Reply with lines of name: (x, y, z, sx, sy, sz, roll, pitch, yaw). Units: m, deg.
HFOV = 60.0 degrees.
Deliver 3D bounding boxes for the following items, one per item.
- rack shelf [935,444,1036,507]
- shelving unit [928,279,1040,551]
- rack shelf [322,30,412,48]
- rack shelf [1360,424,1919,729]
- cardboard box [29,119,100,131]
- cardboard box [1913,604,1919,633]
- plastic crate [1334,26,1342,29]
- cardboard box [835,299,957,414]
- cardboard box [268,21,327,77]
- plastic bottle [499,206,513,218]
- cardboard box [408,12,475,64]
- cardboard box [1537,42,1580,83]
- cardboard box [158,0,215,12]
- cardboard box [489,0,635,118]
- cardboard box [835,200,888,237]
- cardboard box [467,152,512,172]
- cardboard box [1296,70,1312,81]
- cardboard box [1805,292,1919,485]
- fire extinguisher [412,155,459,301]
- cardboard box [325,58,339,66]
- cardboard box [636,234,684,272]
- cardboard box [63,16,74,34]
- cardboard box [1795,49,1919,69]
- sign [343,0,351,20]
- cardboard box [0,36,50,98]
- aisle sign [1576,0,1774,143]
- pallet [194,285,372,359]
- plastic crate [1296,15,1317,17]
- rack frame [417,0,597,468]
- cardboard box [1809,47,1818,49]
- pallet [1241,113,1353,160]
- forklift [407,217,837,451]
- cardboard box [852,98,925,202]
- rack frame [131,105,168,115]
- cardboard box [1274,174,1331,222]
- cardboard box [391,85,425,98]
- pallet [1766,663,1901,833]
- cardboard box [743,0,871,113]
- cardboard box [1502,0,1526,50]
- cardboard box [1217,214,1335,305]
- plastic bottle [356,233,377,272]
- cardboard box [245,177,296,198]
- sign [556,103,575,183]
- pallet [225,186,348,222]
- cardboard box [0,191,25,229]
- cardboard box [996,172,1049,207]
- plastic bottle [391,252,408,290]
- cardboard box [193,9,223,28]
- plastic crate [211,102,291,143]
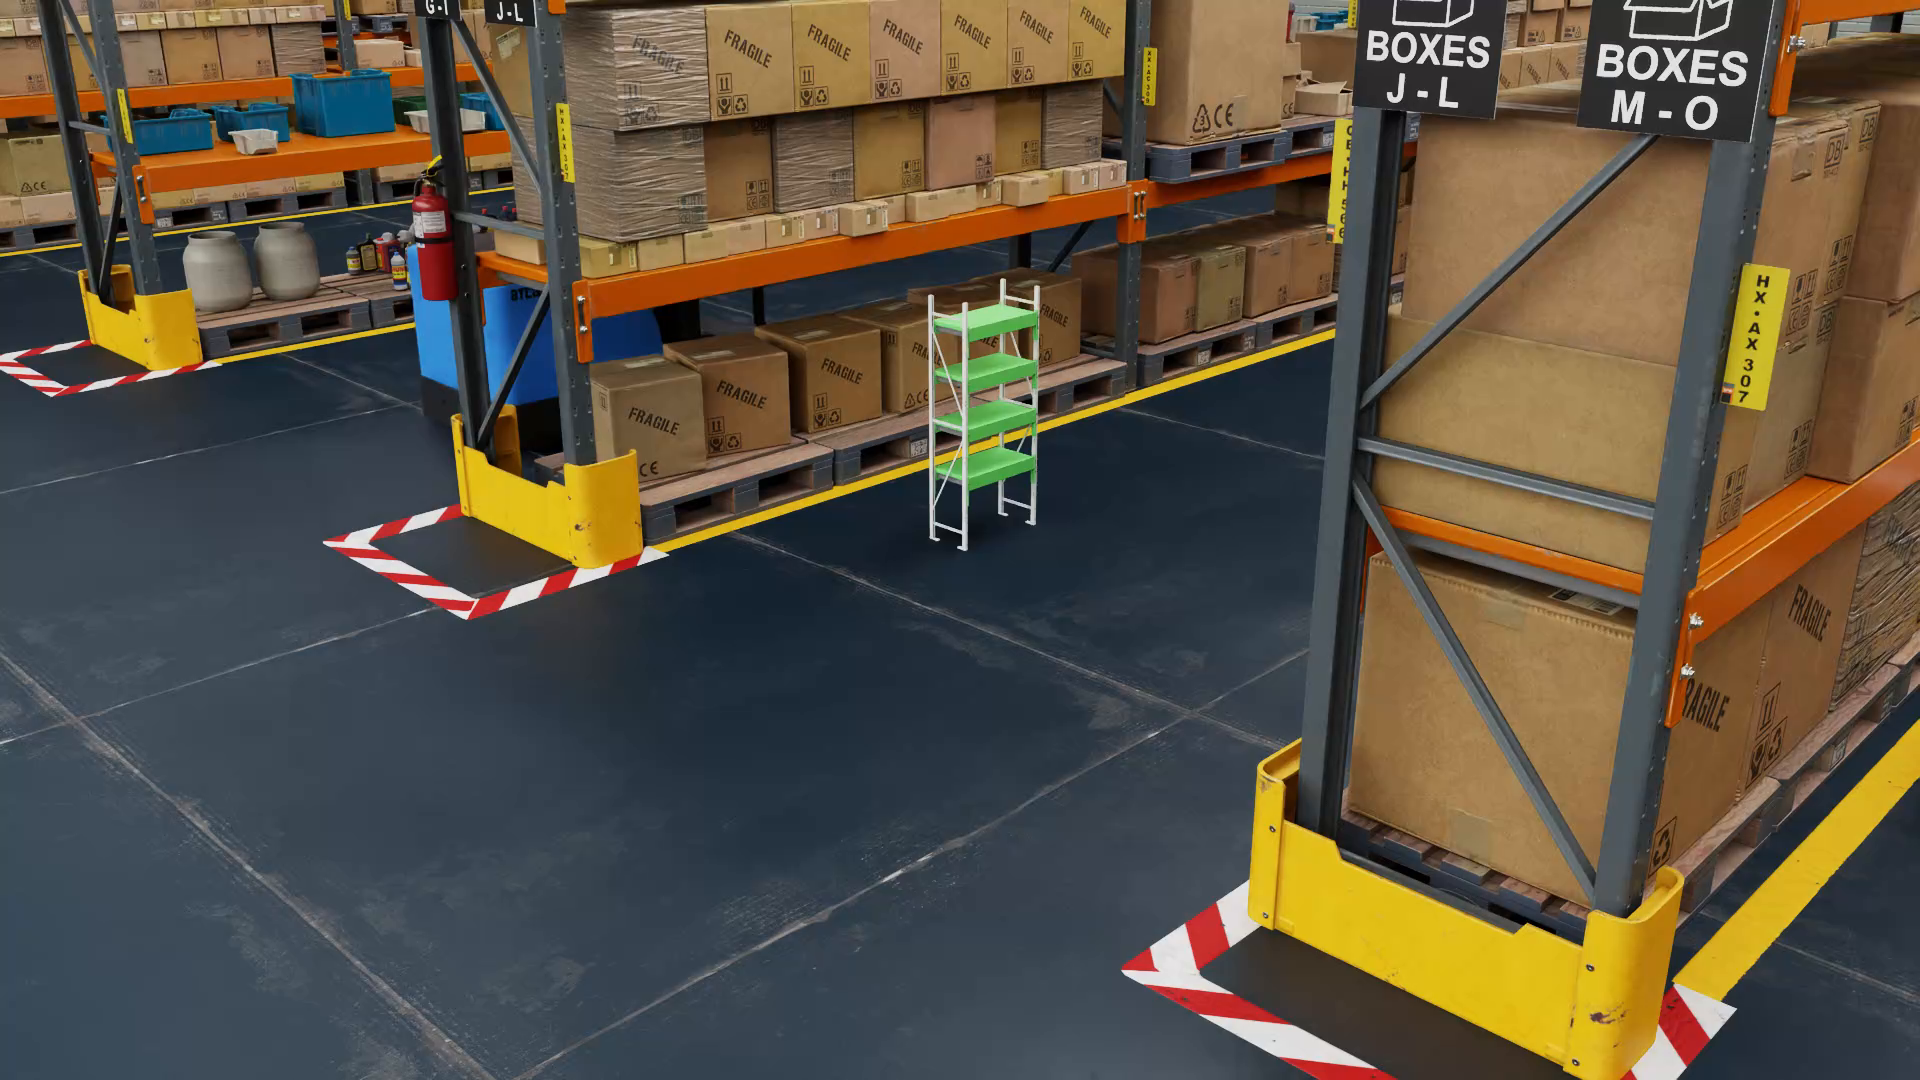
rack shelf: (0.115, -0.319, 8.079, 0.258, 0.148, 0.480, 19, 28, 41)
shelving unit: (0.115, -0.603, 7.970, 0.258, 1.200, 0.503, 19, 28, 41)
rack shelf: (-8.536, -6.352, 21.422, 1.077, 0.370, 4.000, 19, 28, 41)
rack shelf: (2.804, -0.337, 5.773, 1.077, 0.370, 4.000, 19, 28, 41)
cardboard box: (-8.321, -3.642, 15.571, 0.500, 0.500, 0.500, 19, 28, 41)
cardboard box: (3.710, -0.247, 6.913, 0.875, 0.875, 0.875, -20, 28, -41)
plastic crate: (4.517, -6.199, 20.306, 0.298, 0.136, 0.250, 19, 28, 41)
cardboard box: (-0.362, -1.062, 9.557, 0.500, 0.500, 0.500, 16, 26, 36)
cardboard box: (-6.684, -4.866, 16.414, 0.700, 0.500, 0.500, 18, 28, 39)
plastic bottle: (-3.693, -2.559, 13.631, 0.185, 0.351, 0.144, -19, 28, -41)
cardboard box: (-5.464, -5.310, 17.570, 0.500, 0.500, 0.500, -18, 27, -38)
cardboard box: (4.754, -3.852, 13.776, 0.500, 0.500, 0.500, 19, 28, 40)
cardboard box: (-7.385, -5.213, 15.508, 0.700, 0.500, 0.500, 19, 28, 41)
cardboard box: (-1.868, -2.282, 7.882, 0.500, 0.500, 0.500, 19, 28, 41)
cardboard box: (-0.589, -1.684, 8.625, 0.380, 0.149, 0.250, 19, 28, 41)
cardboard box: (-5.203, -4.154, 17.948, 0.500, 0.250, 0.500, 18, 28, 39)
cardboard box: (2.173, -3.235, 11.935, 0.500, 0.250, 0.500, 18, 28, 39)
cardboard box: (2.484, -0.595, 5.232, 0.875, 0.550, 0.550, 19, 28, 41)
fire extinguisher: (-2.484, -1.476, 7.842, 0.296, 0.674, 0.183, 19, 28, 41)
cardboard box: (-8.403, -6.128, 21.663, 0.500, 0.250, 0.500, 19, 28, 40)
cardboard box: (-1.516, -1.382, 7.839, 0.380, 0.149, 0.250, 19, 28, 41)
cardboard box: (-8.022, -4.569, 14.737, 0.380, 0.149, 0.250, 18, 27, 39)
cardboard box: (3.142, -1.400, 5.822, 0.875, 0.550, 0.550, 19, 28, 41)
sign: (-5.980, -5.237, 16.202, 0.100, 0.325, 0.005, 19, 28, 41)
cardboard box: (-8.472, -4.206, 14.698, 0.500, 0.500, 0.700, -19, 28, -41)
aisle sign: (1.574, -1.279, 3.598, 0.394, 0.787, 0.004, 19, 28, 41)
pallet: (-5.033, -1.603, 11.951, 1.003, 0.211, 1.213, 19, 28, 41)
plastic crate: (4.212, -6.409, 20.718, 0.416, 0.233, 0.300, 19, 28, 41)
rack frame: (-2.074, -1.426, 7.604, 1.000, 3.000, 0.127, 19, 28, 41)
cardboard box: (8.895, -5.181, 17.722, 0.380, 0.149, 0.250, 20, 28, 41)
pallet: (2.155, -2.874, 11.638, 1.003, 0.211, 1.213, 19, 28, 41)
forklift: (-1.758, -2.298, 9.969, 3.031, 2.935, 1.130, -19, 28, -40)
cardboard box: (-0.671, -2.148, 8.928, 0.875, 0.500, 0.500, 19, 28, 41)
rack frame: (-9.931, -6.174, 19.956, 1.000, 3.000, 0.127, 19, 28, 41)
cardboard box: (2.698, -2.553, 12.360, 0.500, 0.250, 0.500, -16, 26, -36)
cardboard box: (-7.605, -6.042, 22.485, 0.500, 0.500, 0.700, -20, 29, -41)
pallet: (2.762, 0.606, 6.205, 1.003, 0.211, 1.213, 19, 28, 41)
cardboard box: (-0.794, -2.407, 8.209, 0.500, 0.500, 0.500, 19, 28, 41)
cardboard box: (4.028, -4.181, 13.235, 0.637, 0.503, 0.797, -19, 28, -40)
cardboard box: (2.285, -2.051, 12.100, 0.500, 0.500, 0.700, -17, 27, -38)
plastic bottle: (-4.587, -2.220, 12.841, 0.133, 0.283, 0.061, -19, 28, -41)
cardboard box: (-6.902, -3.547, 16.370, 0.500, 0.250, 0.500, 19, 28, 41)
sign: (-1.685, -1.694, 7.096, 0.100, 0.325, 0.005, 19, 28, 41)
pallet: (-6.964, -3.439, 16.728, 1.003, 0.211, 1.213, 19, 28, 41)
cardboard box: (-8.636, -2.901, 14.689, 0.500, 0.250, 0.500, 19, 28, 41)
cardboard box: (0.284, -2.005, 9.460, 0.380, 0.149, 0.250, 19, 28, 41)
plastic bottle: (-4.135, -1.986, 12.250, 0.097, 0.271, 0.097, 0, 21, 0)
cardboard box: (-7.126, -4.900, 15.597, 0.380, 0.149, 0.250, 19, 28, 40)
plastic crate: (-5.031, -2.965, 11.816, 0.499, 0.251, 0.408, 19, 28, 41)
